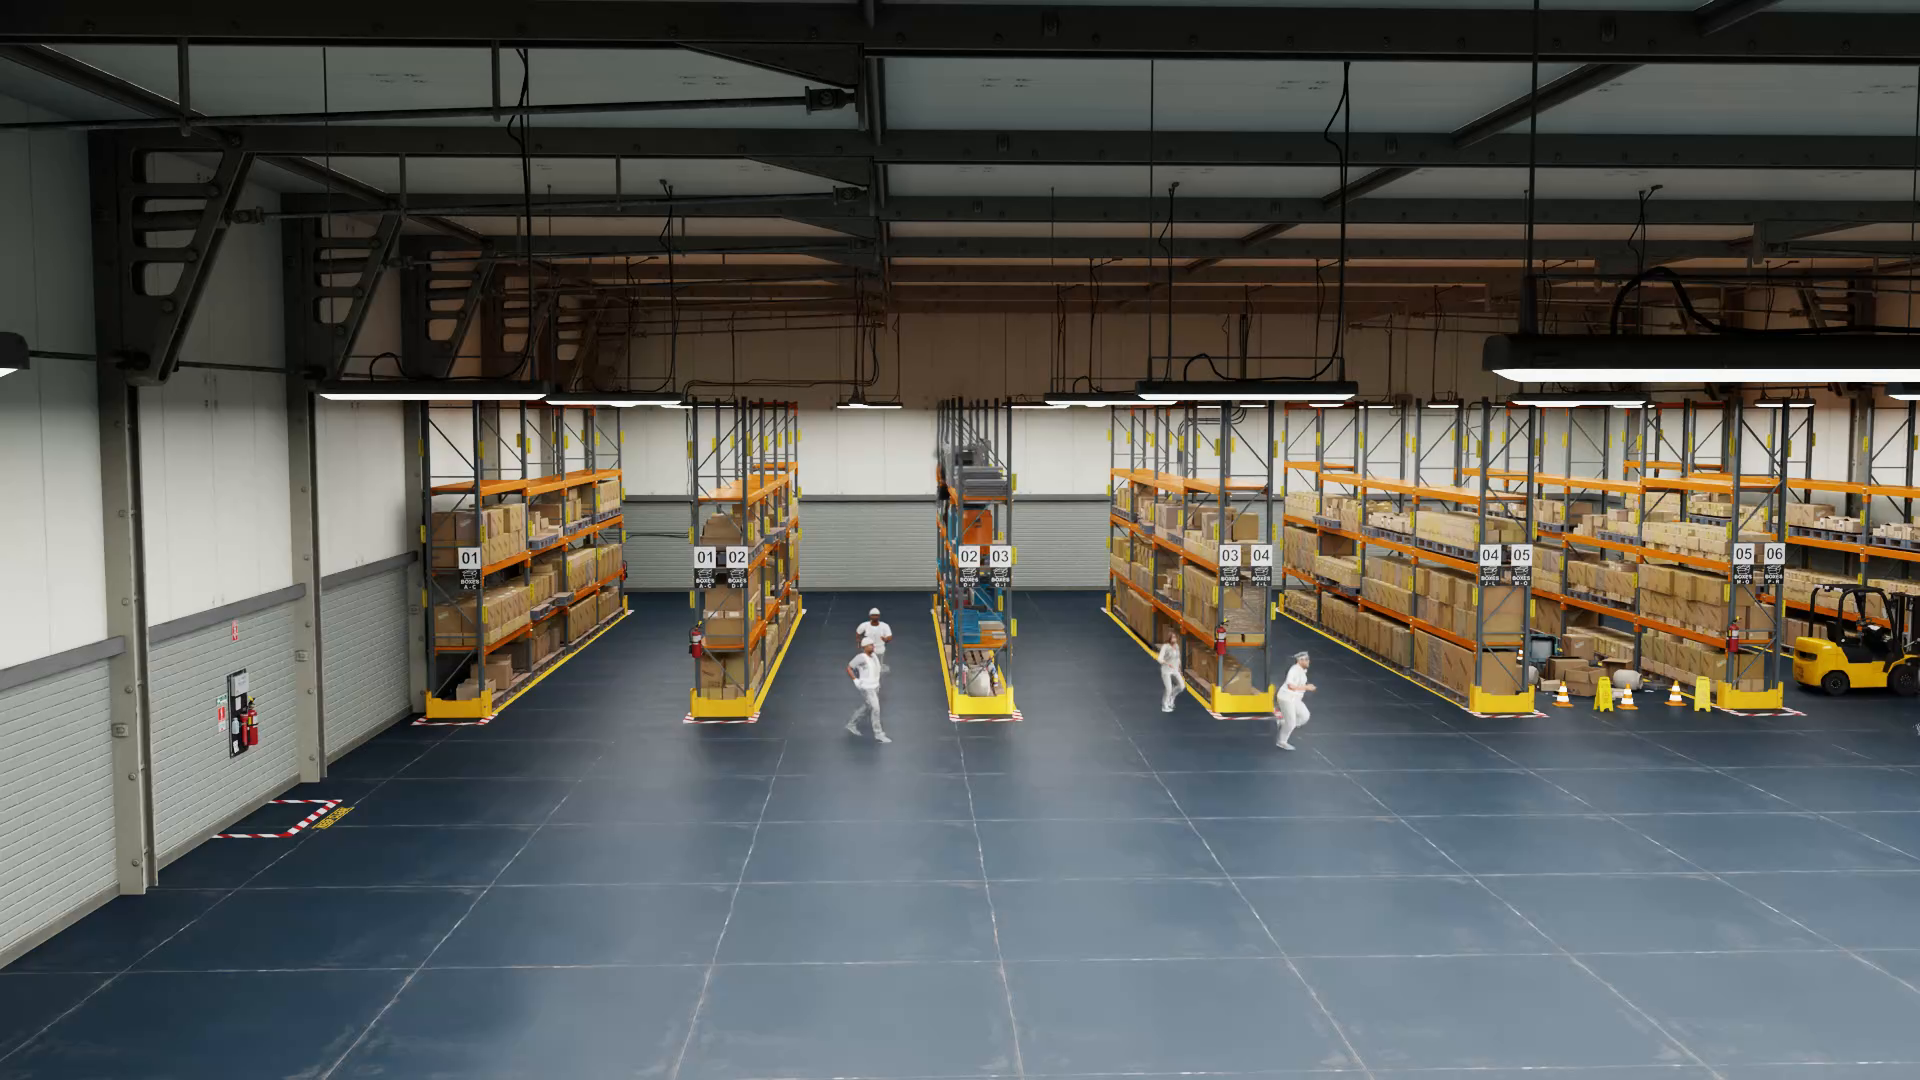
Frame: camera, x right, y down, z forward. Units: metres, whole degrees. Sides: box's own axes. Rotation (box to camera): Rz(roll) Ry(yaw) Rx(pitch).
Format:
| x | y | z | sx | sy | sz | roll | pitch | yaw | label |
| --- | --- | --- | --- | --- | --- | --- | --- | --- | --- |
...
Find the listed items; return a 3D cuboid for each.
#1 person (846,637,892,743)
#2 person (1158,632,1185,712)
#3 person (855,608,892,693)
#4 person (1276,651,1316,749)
| x | y | z | sx | sy | sz | roll | pitch | yaw | label |
| --- | --- | --- | --- | --- | --- | --- | --- | --- | --- |
| -1.584 | 2.580 | 28.838 | 0.934 | 1.803 | 0.678 | 2 | 5 | 20 | person |
| 4.012 | 2.504 | 31.523 | 0.561 | 1.543 | 0.566 | -2 | 5 | -29 | person |
| -1.705 | 2.247 | 33.200 | 0.692 | 1.781 | 0.922 | -1 | 5 | -13 | person |
| 5.695 | 2.711 | 28.149 | 0.718 | 1.715 | 0.648 | 3 | 5 | 34 | person |
